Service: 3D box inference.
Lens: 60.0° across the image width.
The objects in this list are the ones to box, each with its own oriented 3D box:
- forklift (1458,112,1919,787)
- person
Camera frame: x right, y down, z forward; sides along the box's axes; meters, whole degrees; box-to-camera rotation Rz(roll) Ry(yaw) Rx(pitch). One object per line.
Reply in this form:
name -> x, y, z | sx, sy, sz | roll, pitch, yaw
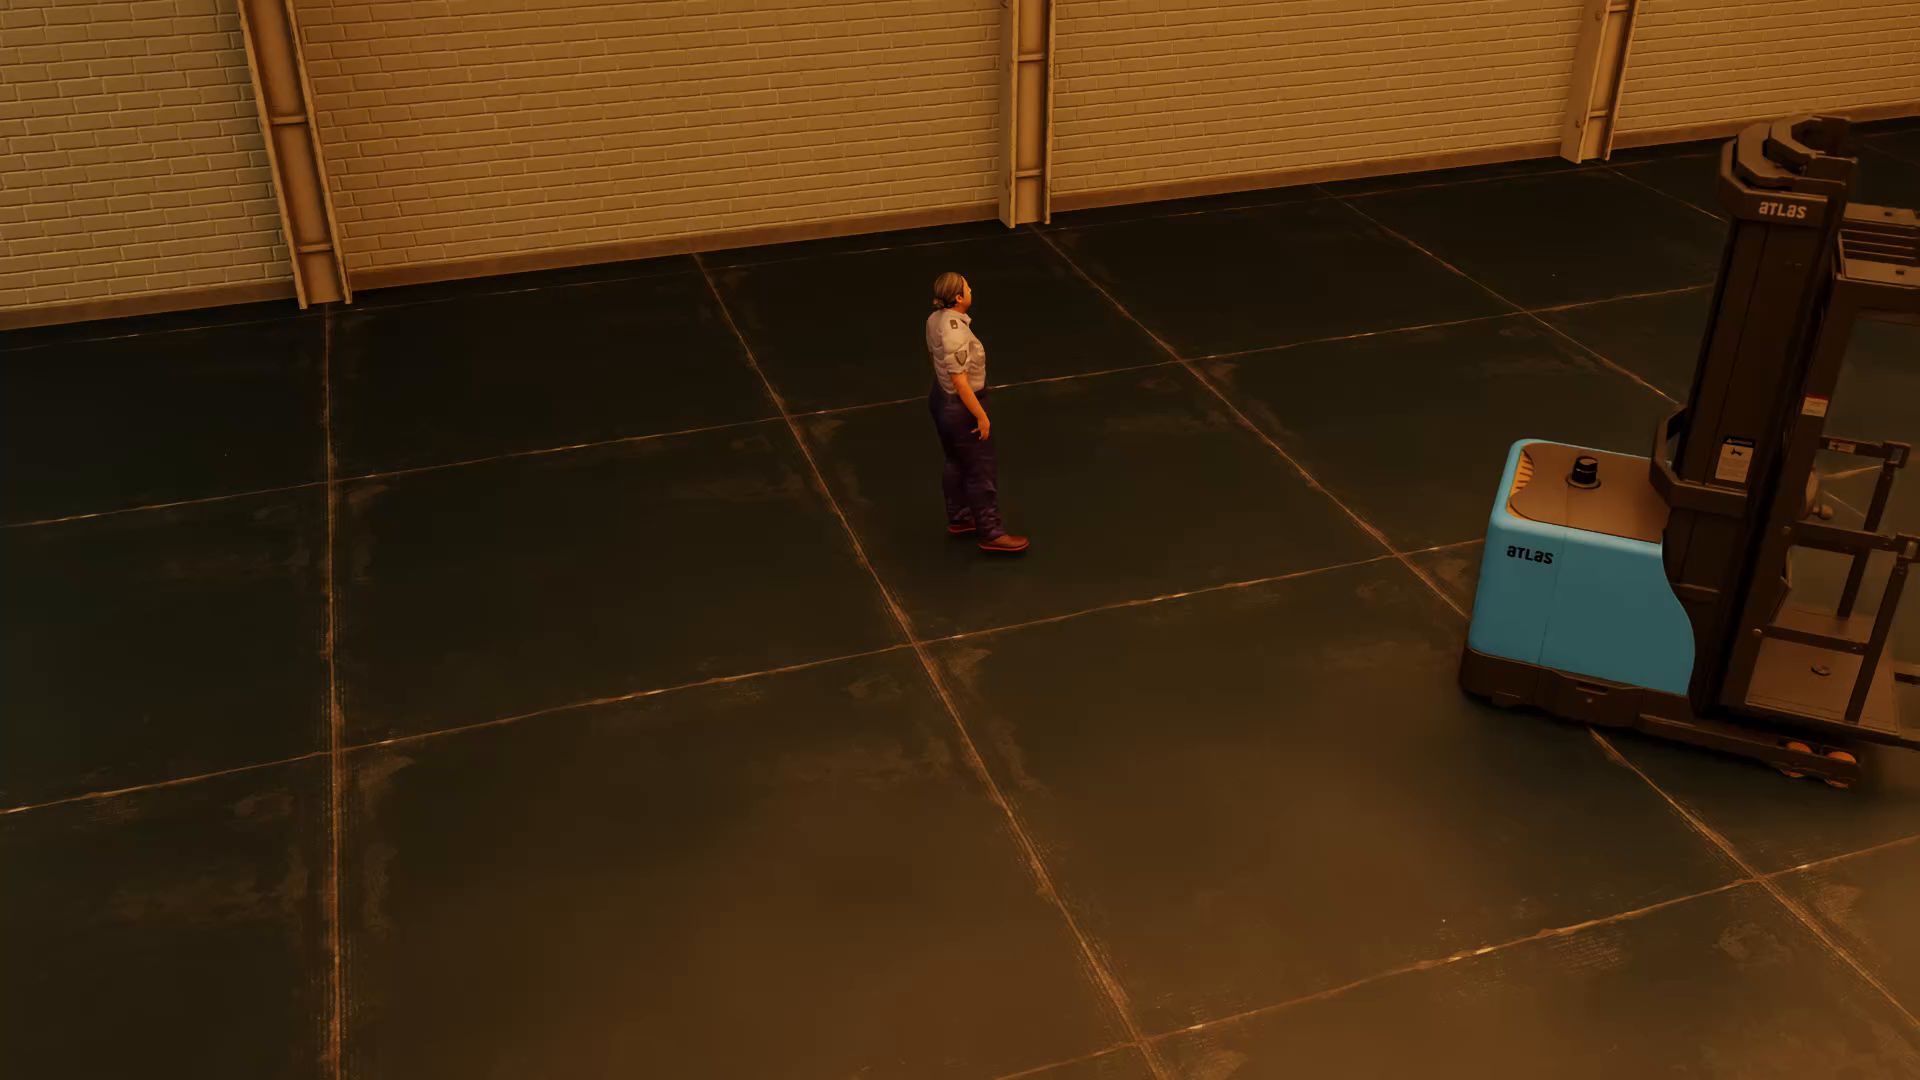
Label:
forklift -> 4.145, -0.390, 7.765 | 3.031, 2.935, 1.130 | 12, 32, 20
person -> 0.093, -0.755, 9.600 | 0.502, 1.643, 0.598 | -10, 31, -16
